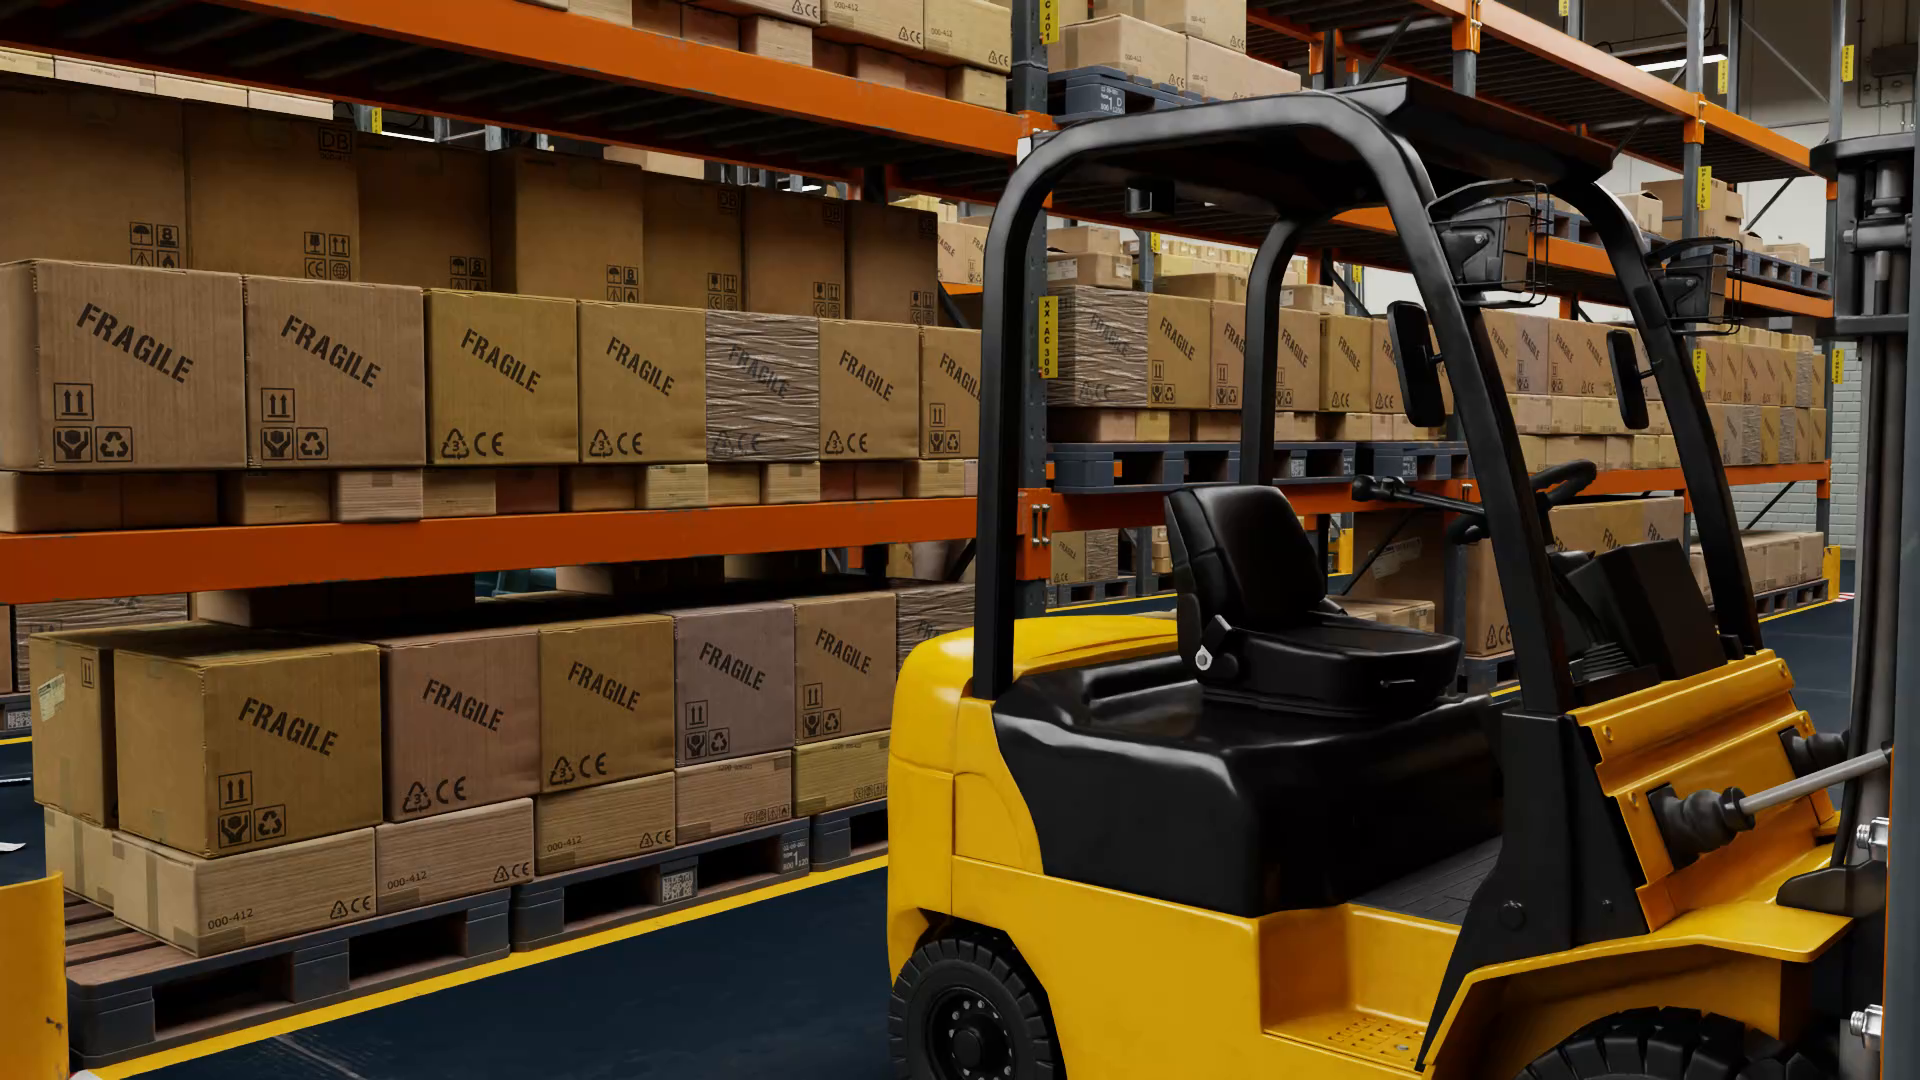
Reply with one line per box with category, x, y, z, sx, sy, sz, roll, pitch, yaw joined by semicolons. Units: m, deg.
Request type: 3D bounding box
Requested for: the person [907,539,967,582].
person;-0.160;-0.047;11.583;0.393;1.737;0.534;3;5;42
